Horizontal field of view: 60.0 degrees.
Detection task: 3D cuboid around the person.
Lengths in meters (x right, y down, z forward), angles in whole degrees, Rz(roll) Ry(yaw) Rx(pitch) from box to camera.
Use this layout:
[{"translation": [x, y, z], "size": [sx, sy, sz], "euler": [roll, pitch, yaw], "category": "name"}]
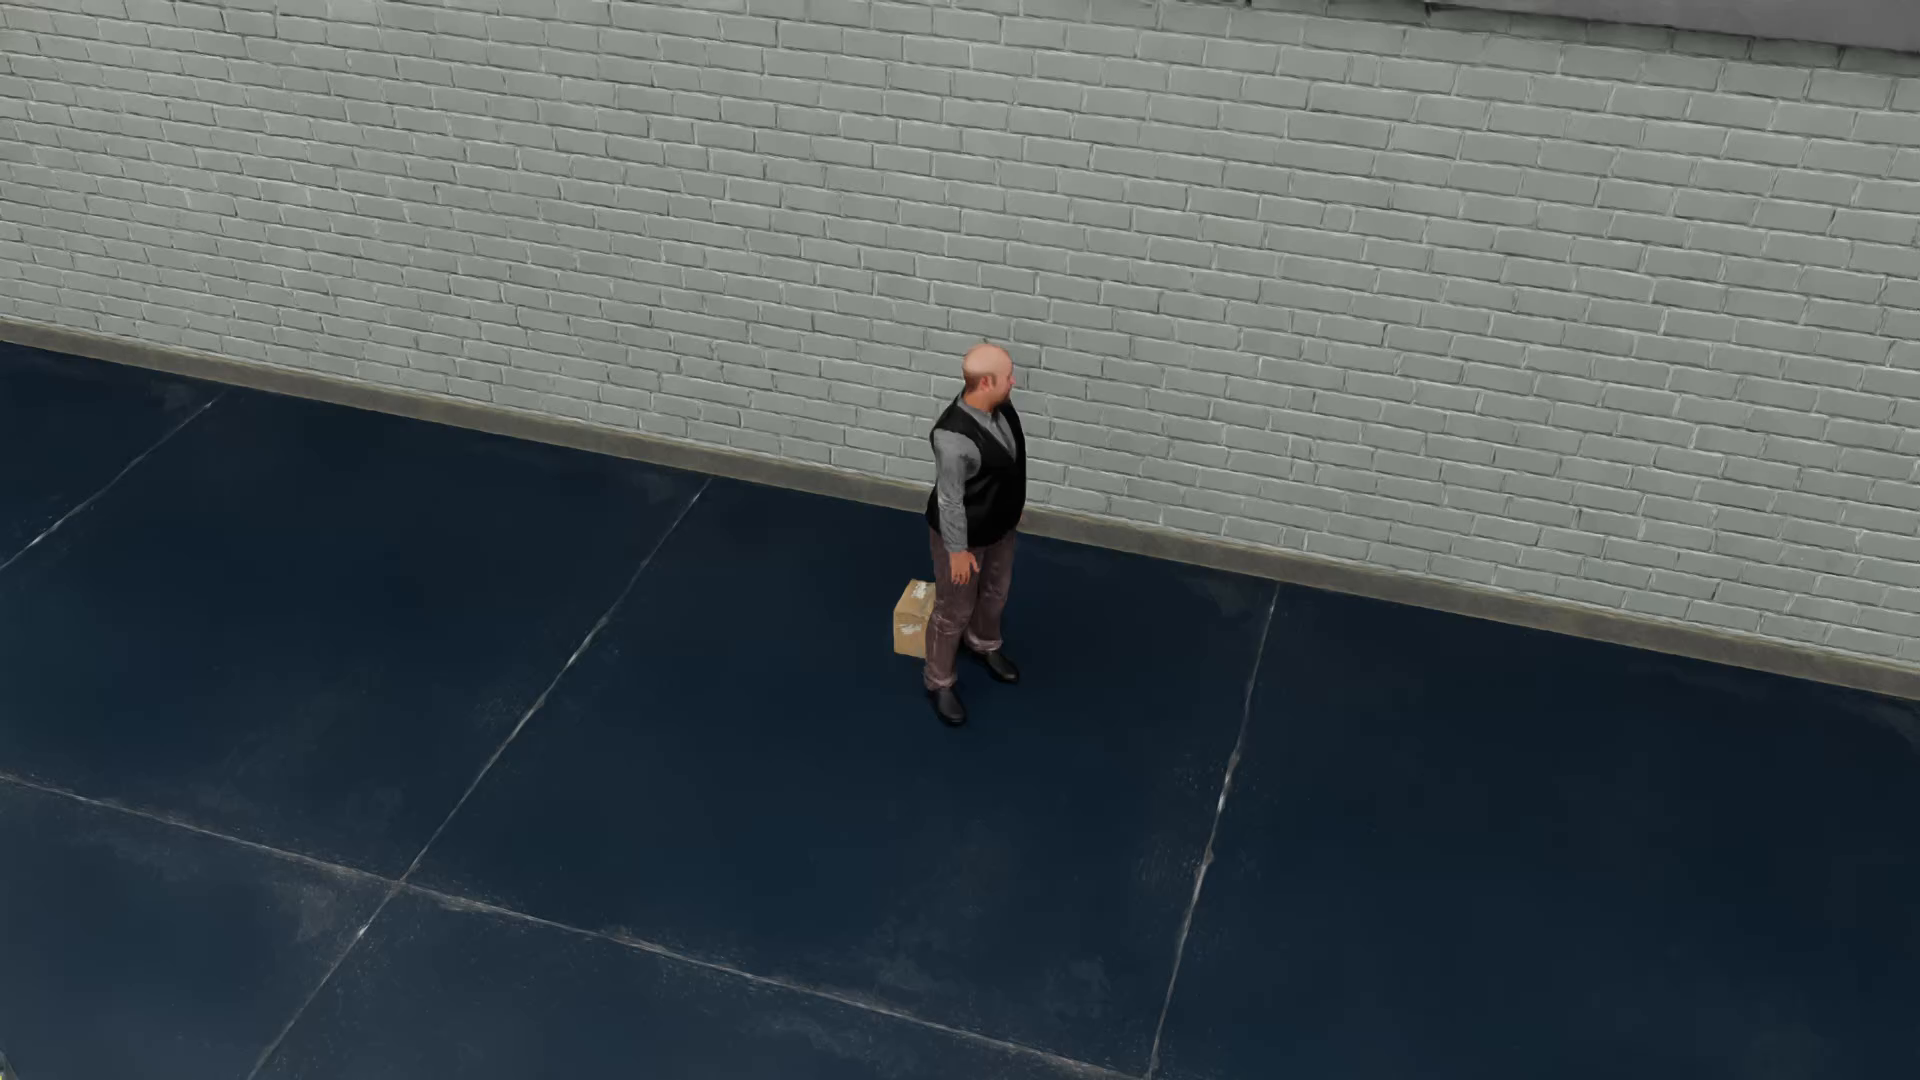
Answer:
[{"translation": [0.057, -0.045, 6.955], "size": [0.365, 1.728, 0.594], "euler": [21, 42, 26], "category": "person"}]
